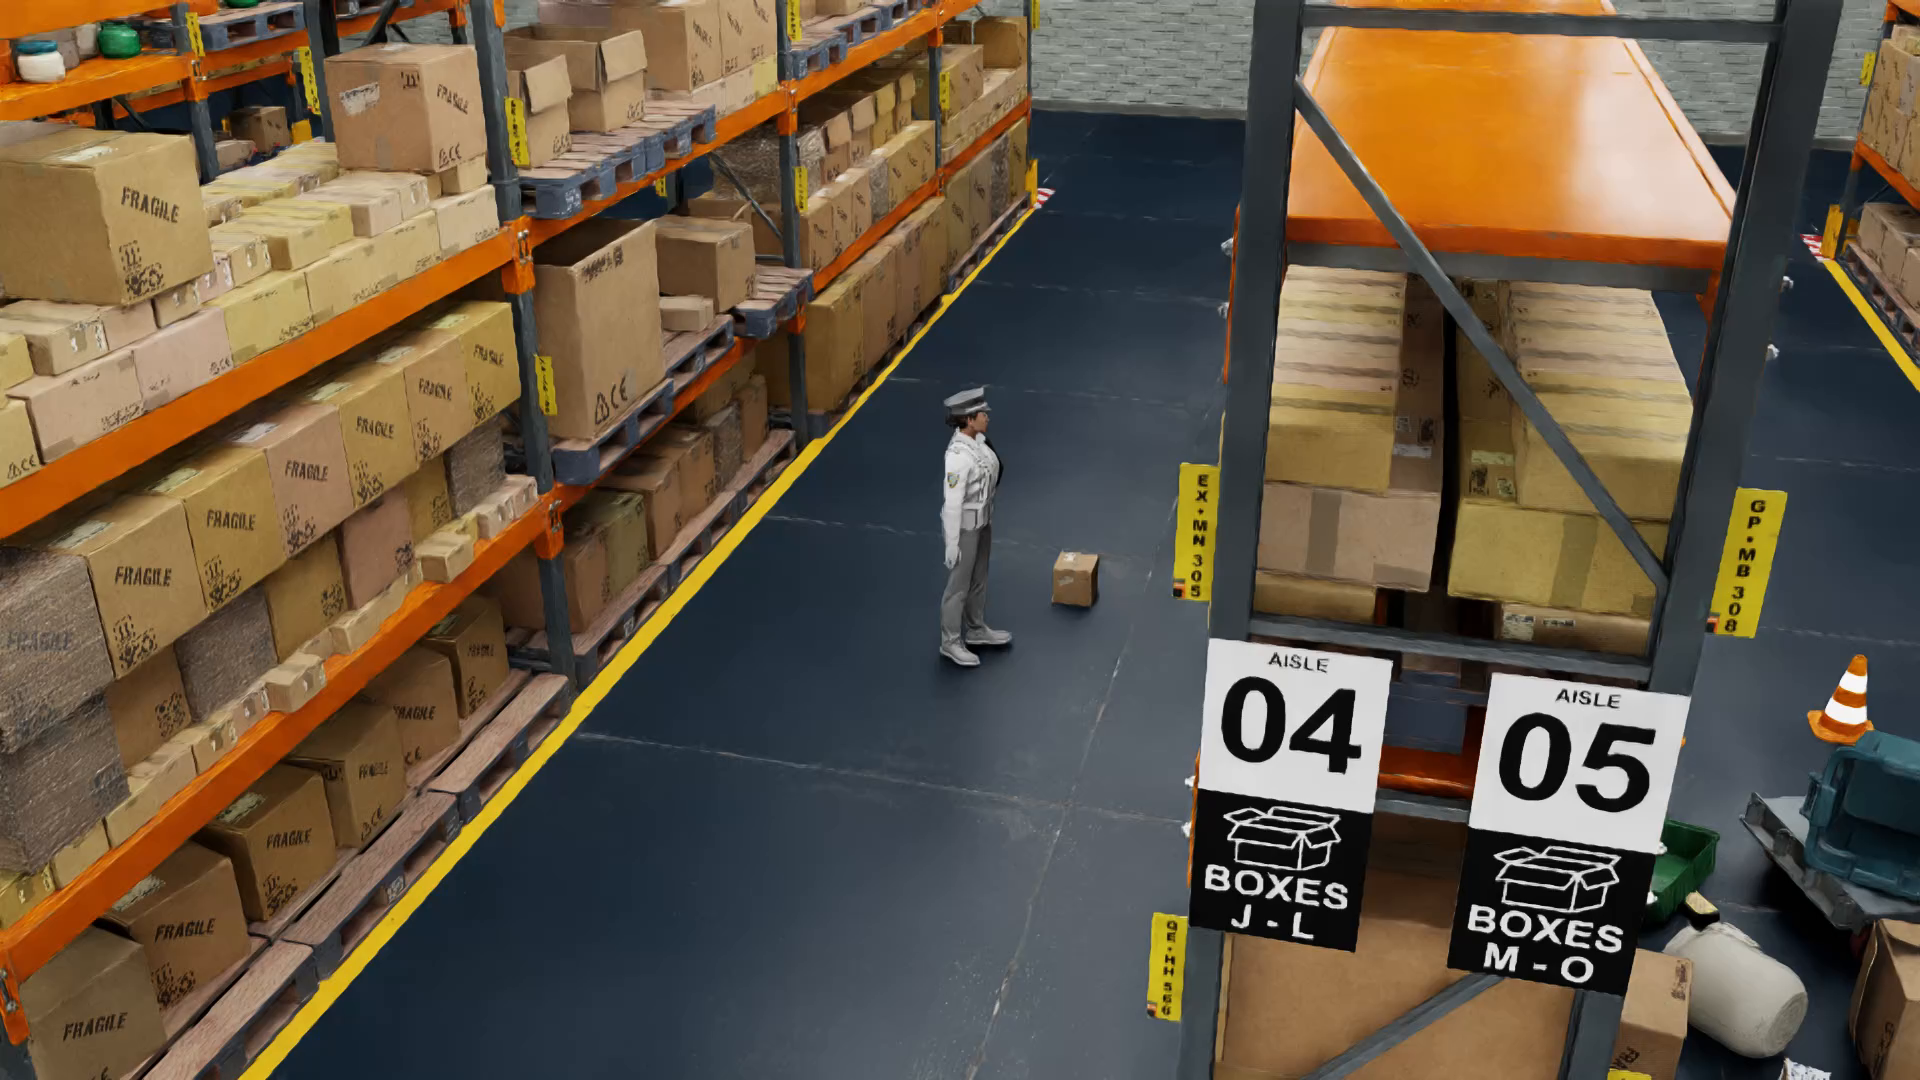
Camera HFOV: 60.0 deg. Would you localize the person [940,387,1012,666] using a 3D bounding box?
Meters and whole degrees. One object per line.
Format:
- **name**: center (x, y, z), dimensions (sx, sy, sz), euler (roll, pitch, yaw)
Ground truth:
- **person**: center (0.085, -0.082, 9.713), dimensions (0.404, 1.685, 0.569), euler (7, 26, 14)
